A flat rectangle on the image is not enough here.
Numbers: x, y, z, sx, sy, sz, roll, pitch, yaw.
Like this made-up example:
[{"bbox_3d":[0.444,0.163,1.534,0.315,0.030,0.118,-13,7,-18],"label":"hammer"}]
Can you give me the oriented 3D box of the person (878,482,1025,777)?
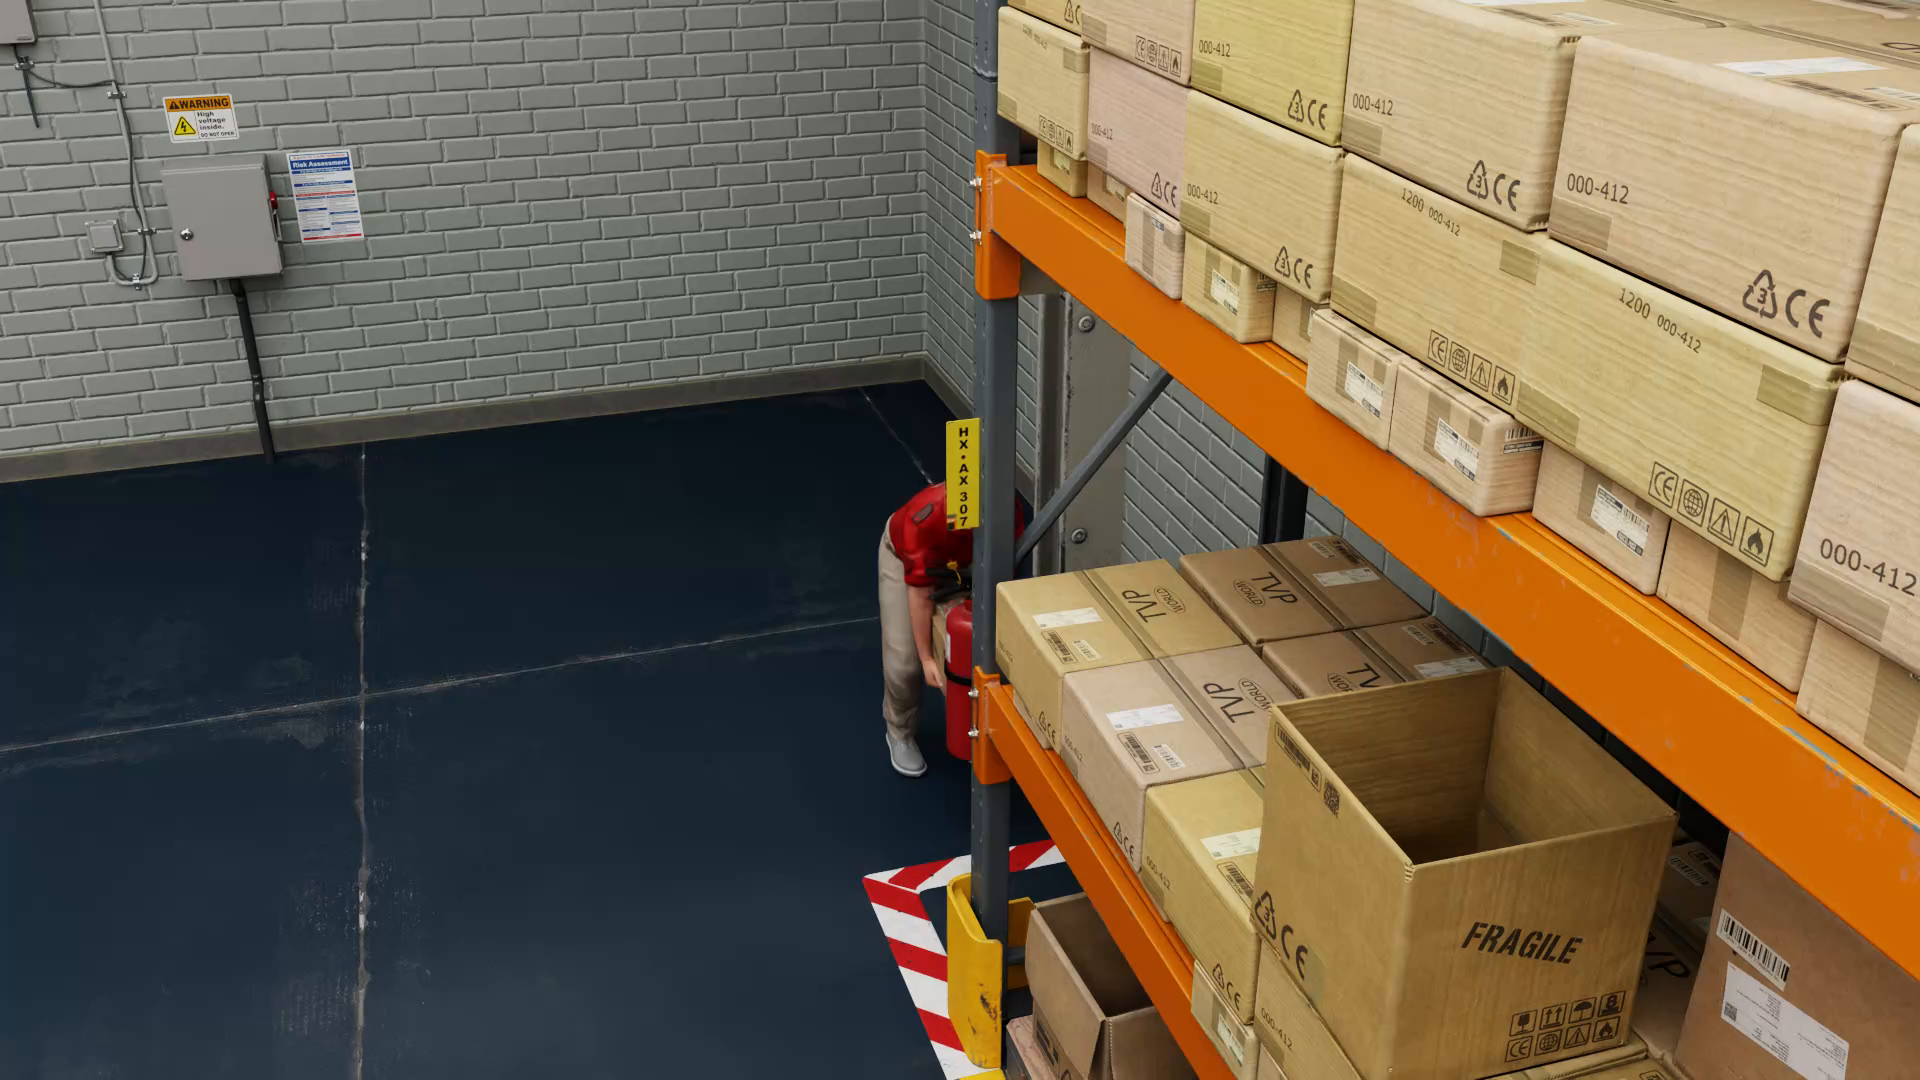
[{"bbox_3d":[-0.031,0.285,6.371,0.488,1.455,0.816,-9,28,-17],"label":"person"}]
